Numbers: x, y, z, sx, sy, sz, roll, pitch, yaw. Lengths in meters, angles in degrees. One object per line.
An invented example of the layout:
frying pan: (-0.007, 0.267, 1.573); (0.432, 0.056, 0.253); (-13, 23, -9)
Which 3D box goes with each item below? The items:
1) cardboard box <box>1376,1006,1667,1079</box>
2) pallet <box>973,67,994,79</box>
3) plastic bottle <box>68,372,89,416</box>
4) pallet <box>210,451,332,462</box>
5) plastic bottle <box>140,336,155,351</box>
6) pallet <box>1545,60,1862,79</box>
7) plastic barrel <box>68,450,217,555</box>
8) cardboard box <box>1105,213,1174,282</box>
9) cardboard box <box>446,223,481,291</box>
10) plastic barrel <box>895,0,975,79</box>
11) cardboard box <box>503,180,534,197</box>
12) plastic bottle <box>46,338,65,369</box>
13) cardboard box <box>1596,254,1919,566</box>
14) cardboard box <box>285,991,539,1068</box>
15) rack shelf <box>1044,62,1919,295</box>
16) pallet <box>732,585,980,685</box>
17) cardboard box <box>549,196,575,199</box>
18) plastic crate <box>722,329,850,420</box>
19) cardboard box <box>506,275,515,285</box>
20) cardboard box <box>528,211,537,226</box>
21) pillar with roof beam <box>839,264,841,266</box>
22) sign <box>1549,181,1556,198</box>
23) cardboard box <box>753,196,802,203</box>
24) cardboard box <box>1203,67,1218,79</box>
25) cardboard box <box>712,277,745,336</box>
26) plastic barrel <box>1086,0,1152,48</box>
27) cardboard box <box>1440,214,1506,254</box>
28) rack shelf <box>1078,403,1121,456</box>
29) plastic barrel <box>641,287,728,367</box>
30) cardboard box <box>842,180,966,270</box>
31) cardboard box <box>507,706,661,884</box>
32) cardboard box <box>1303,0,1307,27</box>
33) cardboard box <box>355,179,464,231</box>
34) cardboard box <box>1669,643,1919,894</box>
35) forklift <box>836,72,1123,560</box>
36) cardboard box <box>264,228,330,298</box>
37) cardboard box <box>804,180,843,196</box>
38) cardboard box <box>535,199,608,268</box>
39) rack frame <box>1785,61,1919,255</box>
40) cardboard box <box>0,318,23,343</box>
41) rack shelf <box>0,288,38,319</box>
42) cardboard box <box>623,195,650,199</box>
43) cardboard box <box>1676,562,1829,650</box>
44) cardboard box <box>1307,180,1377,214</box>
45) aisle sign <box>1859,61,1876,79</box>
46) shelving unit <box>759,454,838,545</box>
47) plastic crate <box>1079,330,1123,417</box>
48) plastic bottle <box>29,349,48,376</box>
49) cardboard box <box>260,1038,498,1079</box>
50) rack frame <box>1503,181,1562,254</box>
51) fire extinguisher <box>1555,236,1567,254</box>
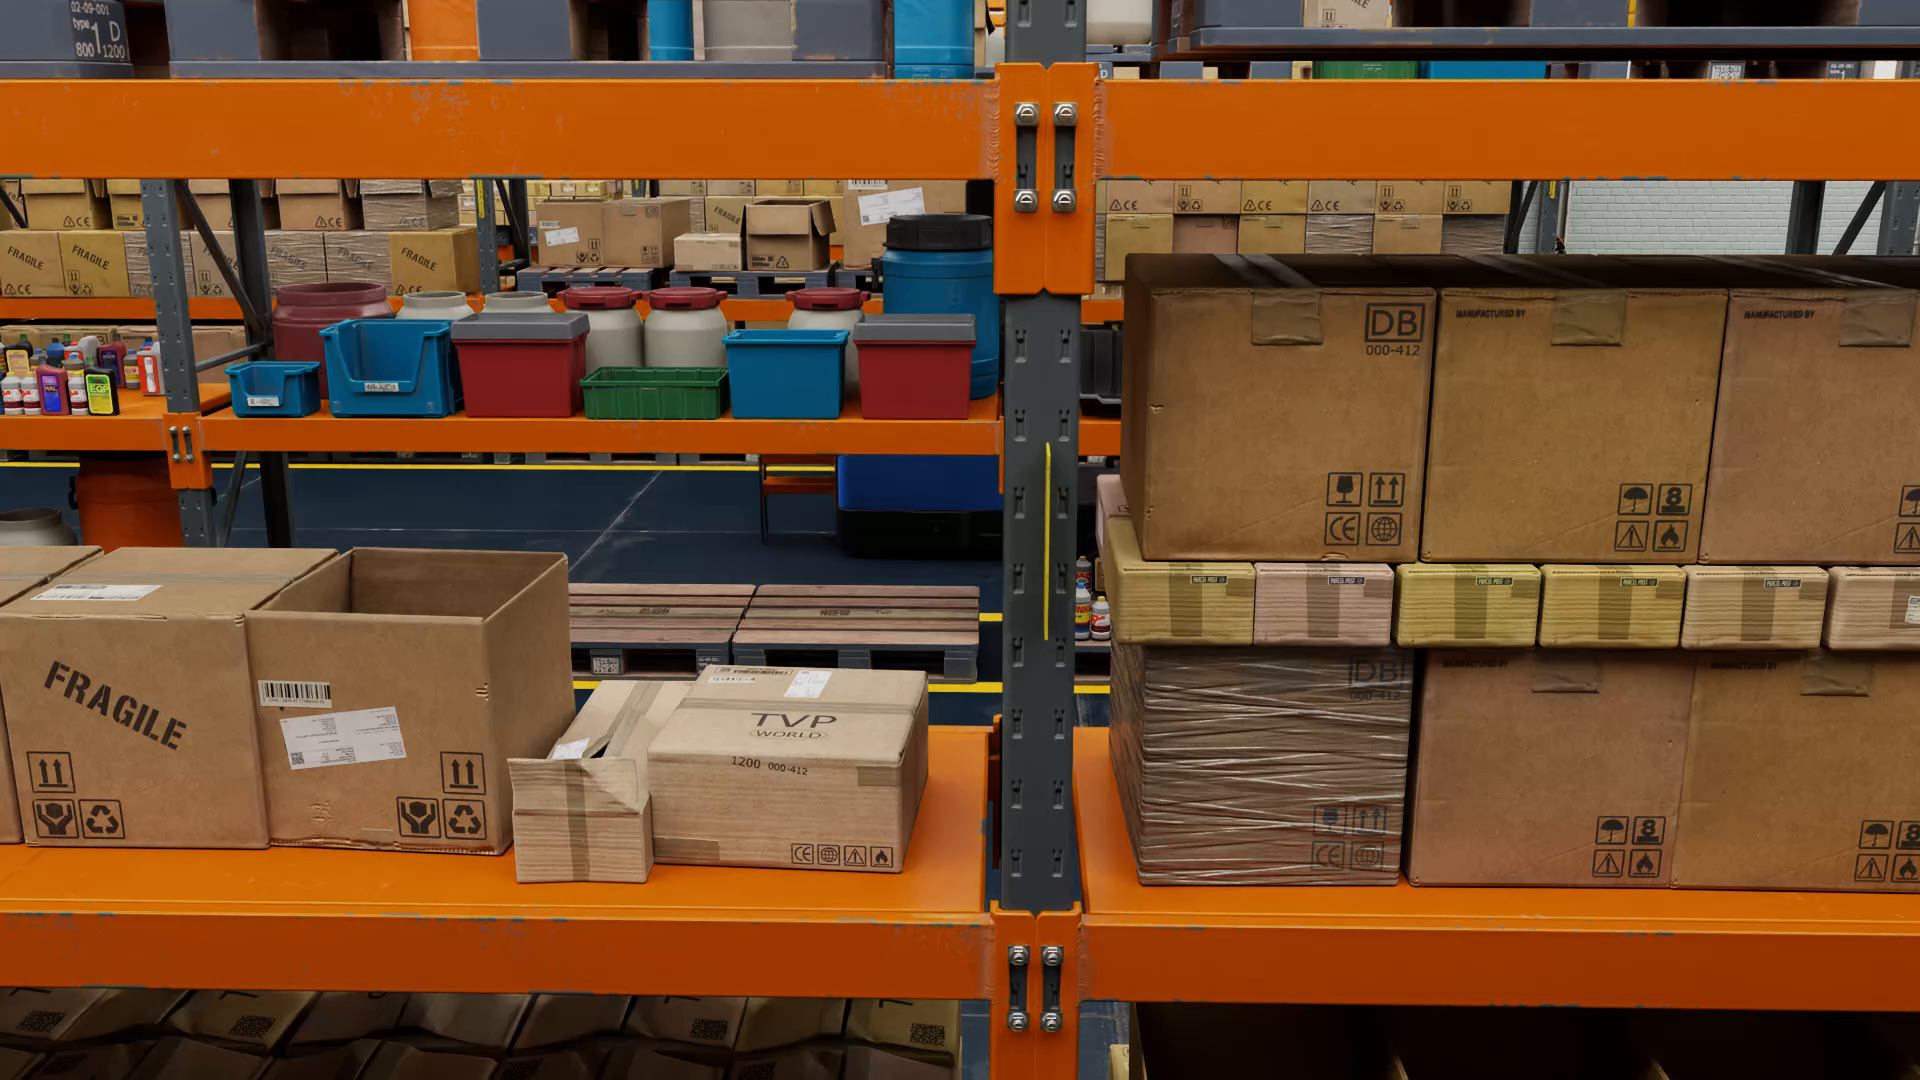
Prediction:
cardboard box: (1.108, 1.234, 3.380); (0.500, 0.500, 0.500); (0, 15, 1)
pallet: (-0.205, -3.531, 12.832); (1.003, 0.211, 1.213); (0, 15, 1)
plastic bottle: (-4.246, -0.707, 8.028); (0.097, 0.201, 0.097); (0, 15, 0)
pallet: (-5.592, -0.851, 13.652); (1.213, 0.211, 1.003); (0, 15, 1)
plastic bottle: (-4.256, -0.934, 8.753); (0.097, 0.271, 0.097); (0, 15, 0)
pallet: (3.457, -2.241, 7.943); (1.213, 0.211, 1.003); (0, 15, 1)
plastic barrel: (-4.206, -0.056, 8.603); (0.708, 0.830, 0.600); (0, 15, 1)
cardboard box: (1.356, -2.302, 12.905); (0.500, 0.500, 0.875); (0, 15, 1)
cardboard box: (-4.069, -2.287, 13.434); (0.500, 0.500, 0.500); (1, 15, 3)
plastic barrel: (-0.231, -2.518, 7.641); (0.708, 0.901, 0.600); (0, 15, 1)
cardboard box: (-4.644, -3.691, 17.453); (0.250, 0.149, 0.380); (1, 15, 3)
plastic bottle: (-4.720, -0.922, 8.706); (0.097, 0.271, 0.097); (0, 15, 0)
cardboard box: (1.602, -0.282, 3.290); (0.500, 0.500, 0.700); (0, 15, 1)
cardboard box: (-1.272, 1.167, 4.003); (0.500, 0.311, 0.500); (0, 15, 0)
rack shelf: (2.152, -0.704, 3.157); (4.000, 0.370, 1.077); (0, 15, 1)
pallet: (-0.504, 0.476, 8.623); (1.213, 0.211, 1.003); (0, 15, 1)
cardboard box: (-4.134, -3.545, 17.481); (0.250, 0.149, 0.380); (1, 15, 4)
plastic crate: (-0.828, -0.797, 8.014); (0.575, 0.384, 0.392); (0, 15, 1)
cardboard box: (-4.557, -2.726, 17.898); (0.500, 0.250, 0.500); (1, 15, 2)
cardboard box: (-4.372, -3.402, 17.524); (0.250, 0.149, 0.380); (1, 15, 2)
pillar with roof beam: (-1.997, -7.984, 23.461); (0.400, 9.000, 9.100); (0, 15, 1)
sign: (4.373, -2.686, 12.250); (0.005, 0.325, 0.100); (0, 15, 1)
cardboard box: (-1.908, -3.401, 17.656); (0.500, 0.500, 0.500); (0, 15, 1)
cardboard box: (1.878, -3.442, 12.420); (0.500, 0.250, 0.500); (0, 15, -1)
cardboard box: (-2.756, -2.519, 18.095); (0.750, 0.750, 1.050); (0, 15, 1)
plastic barrel: (0.708, -2.532, 7.634); (0.421, 0.512, 0.421); (0, 15, 0)
cardboard box: (3.859, -2.317, 12.963); (0.500, 0.500, 0.875); (0, 15, 1)
rack shelf: (2.282, -0.516, 8.328); (4.000, 0.370, 1.077); (0, 15, 1)
plastic barrel: (-1.402, -1.010, 8.522); (0.433, 0.535, 0.433); (0, 15, 0)
cardboard box: (-0.382, -2.674, 13.098); (1.000, 1.000, 1.000); (0, 15, 2)
cardboard box: (-0.731, 0.492, 3.359); (0.258, 0.266, 0.396); (0, 15, 0)
cardboard box: (2.930, -4.077, 12.775); (0.500, 0.500, 0.500); (0, 15, 1)
cardboard box: (-4.320, -2.709, 13.065); (0.637, 0.503, 0.797); (1, 15, 3)
cardboard box: (1.625, 0.345, 3.457); (0.500, 0.500, 0.700); (1, 15, 2)
forklift: (0.744, -1.429, 10.511); (3.031, 2.935, 1.130); (0, 15, 0)
cardboard box: (-5.107, -2.162, 12.959); (0.500, 0.500, 0.500); (0, 15, 0)
cardboard box: (-1.384, -3.948, 17.768); (0.500, 0.500, 0.700); (0, 15, 1)
cardboard box: (-3.049, -2.425, 13.131); (0.500, 0.500, 0.500); (-1, 15, -5)
rack frame: (4.281, -0.851, 8.187); (0.127, 3.000, 1.000); (0, 15, 1)
cardboard box: (-8.246, -1.393, 13.581); (0.875, 0.875, 0.875); (0, 15, 1)
rack shelf: (-9.588, -1.858, 13.412); (4.000, 0.370, 1.077); (0, 15, 1)
cardboard box: (-4.360, -4.558, 22.529); (0.500, 0.250, 0.500); (1, 15, 2)
cardboard box: (1.437, 0.081, 3.184); (0.250, 0.149, 0.380); (0, 15, 0)
cardboard box: (2.852, -2.736, 12.592); (0.500, 0.500, 0.500); (0, 15, 1)
aisle sign: (4.361, -2.182, 8.136); (0.004, 0.787, 0.394); (0, 15, 1)
shelving unit: (-1.030, -0.582, 10.695); (0.503, 1.200, 0.258); (0, 15, 0)
plastic crate: (0.803, -0.811, 8.157); (0.504, 0.338, 0.767); (0, 15, 1)
plastic bottle: (-4.852, -0.904, 8.777); (0.097, 0.201, 0.097); (0, 15, 0)
cardboard box: (-1.279, 1.306, 3.477); (0.500, 0.311, 0.500); (0, 15, 1)
rack frame: (4.408, -2.114, 12.974); (0.127, 3.000, 1.000); (0, 15, 1)
fire extinguisher: (4.510, -1.959, 12.536); (0.183, 0.674, 0.296); (0, 15, 1)
